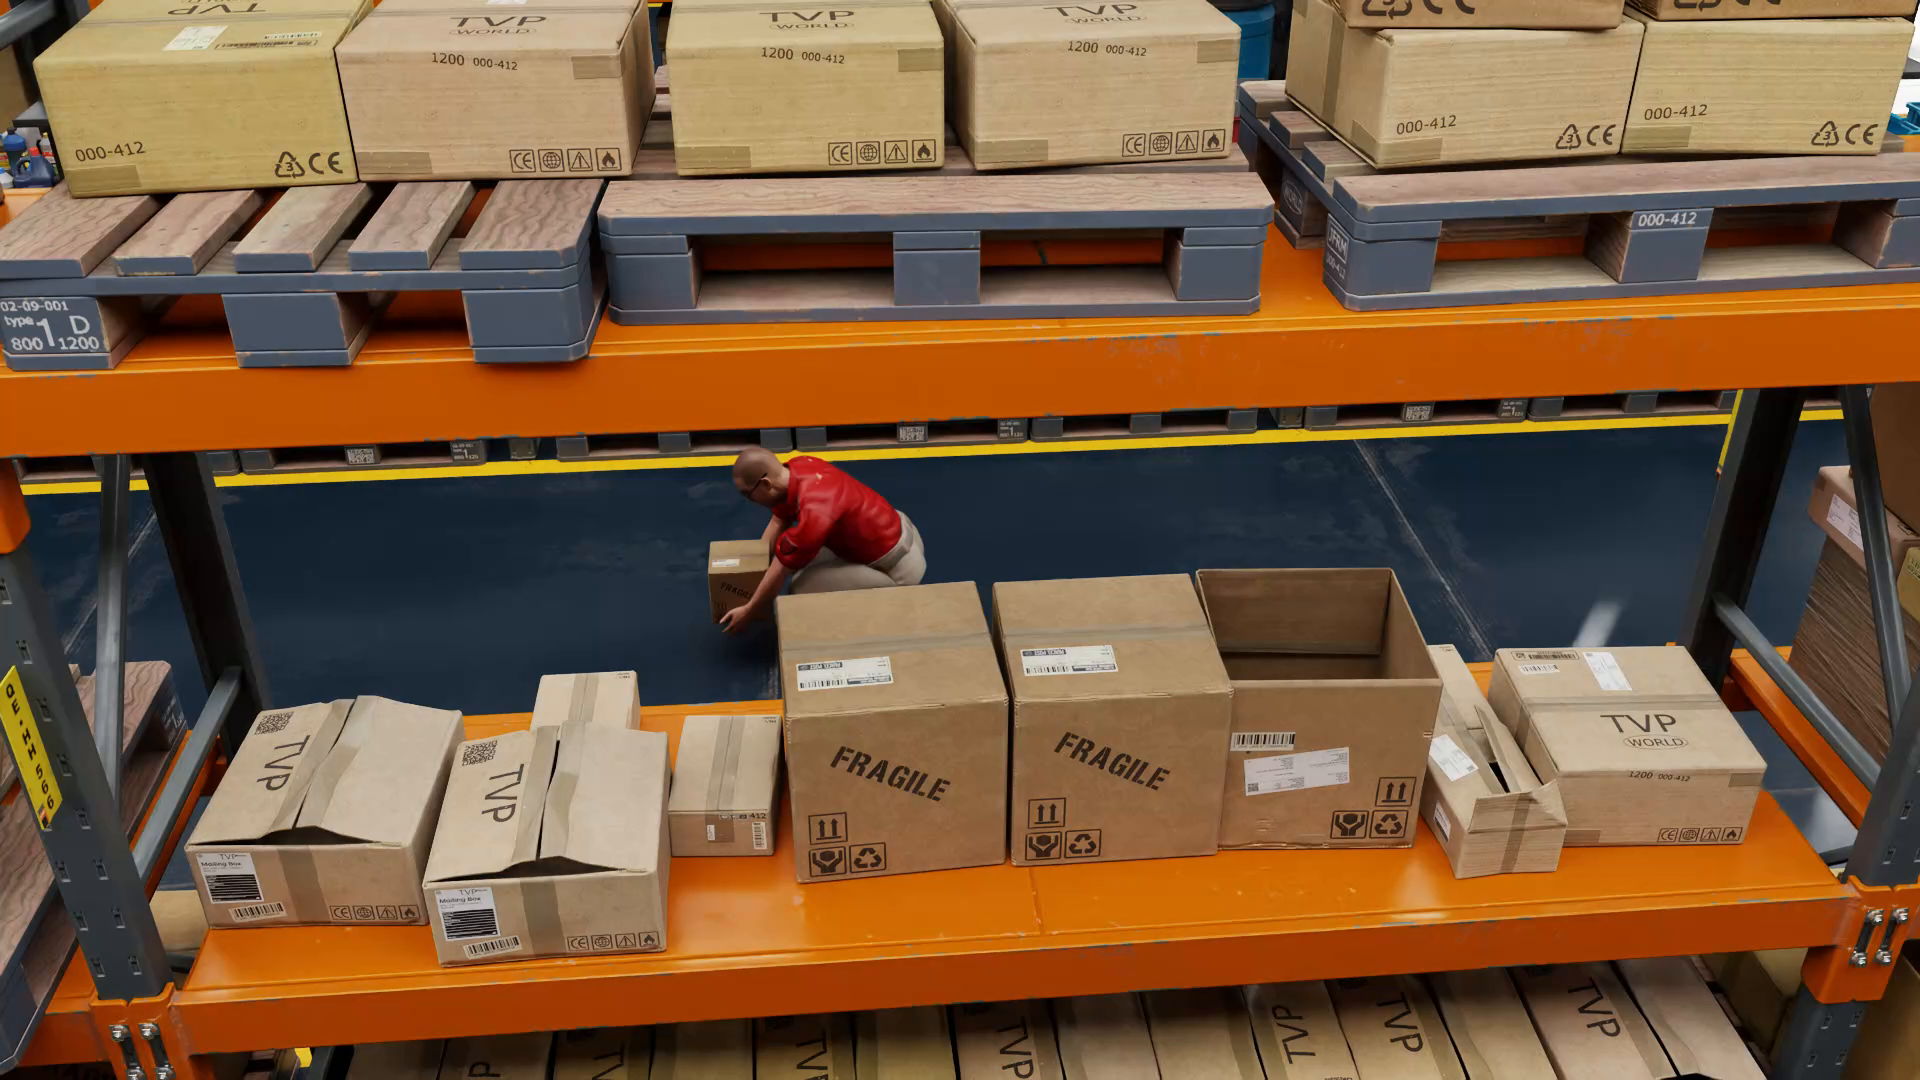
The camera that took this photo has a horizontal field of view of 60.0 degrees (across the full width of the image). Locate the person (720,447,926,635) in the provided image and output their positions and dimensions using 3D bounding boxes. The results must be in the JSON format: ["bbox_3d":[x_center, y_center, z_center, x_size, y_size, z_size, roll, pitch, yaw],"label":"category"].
[{"bbox_3d":[-0.572,0.022,6.858,0.863,0.978,0.548,-3,31,-5],"label":"person"}]
